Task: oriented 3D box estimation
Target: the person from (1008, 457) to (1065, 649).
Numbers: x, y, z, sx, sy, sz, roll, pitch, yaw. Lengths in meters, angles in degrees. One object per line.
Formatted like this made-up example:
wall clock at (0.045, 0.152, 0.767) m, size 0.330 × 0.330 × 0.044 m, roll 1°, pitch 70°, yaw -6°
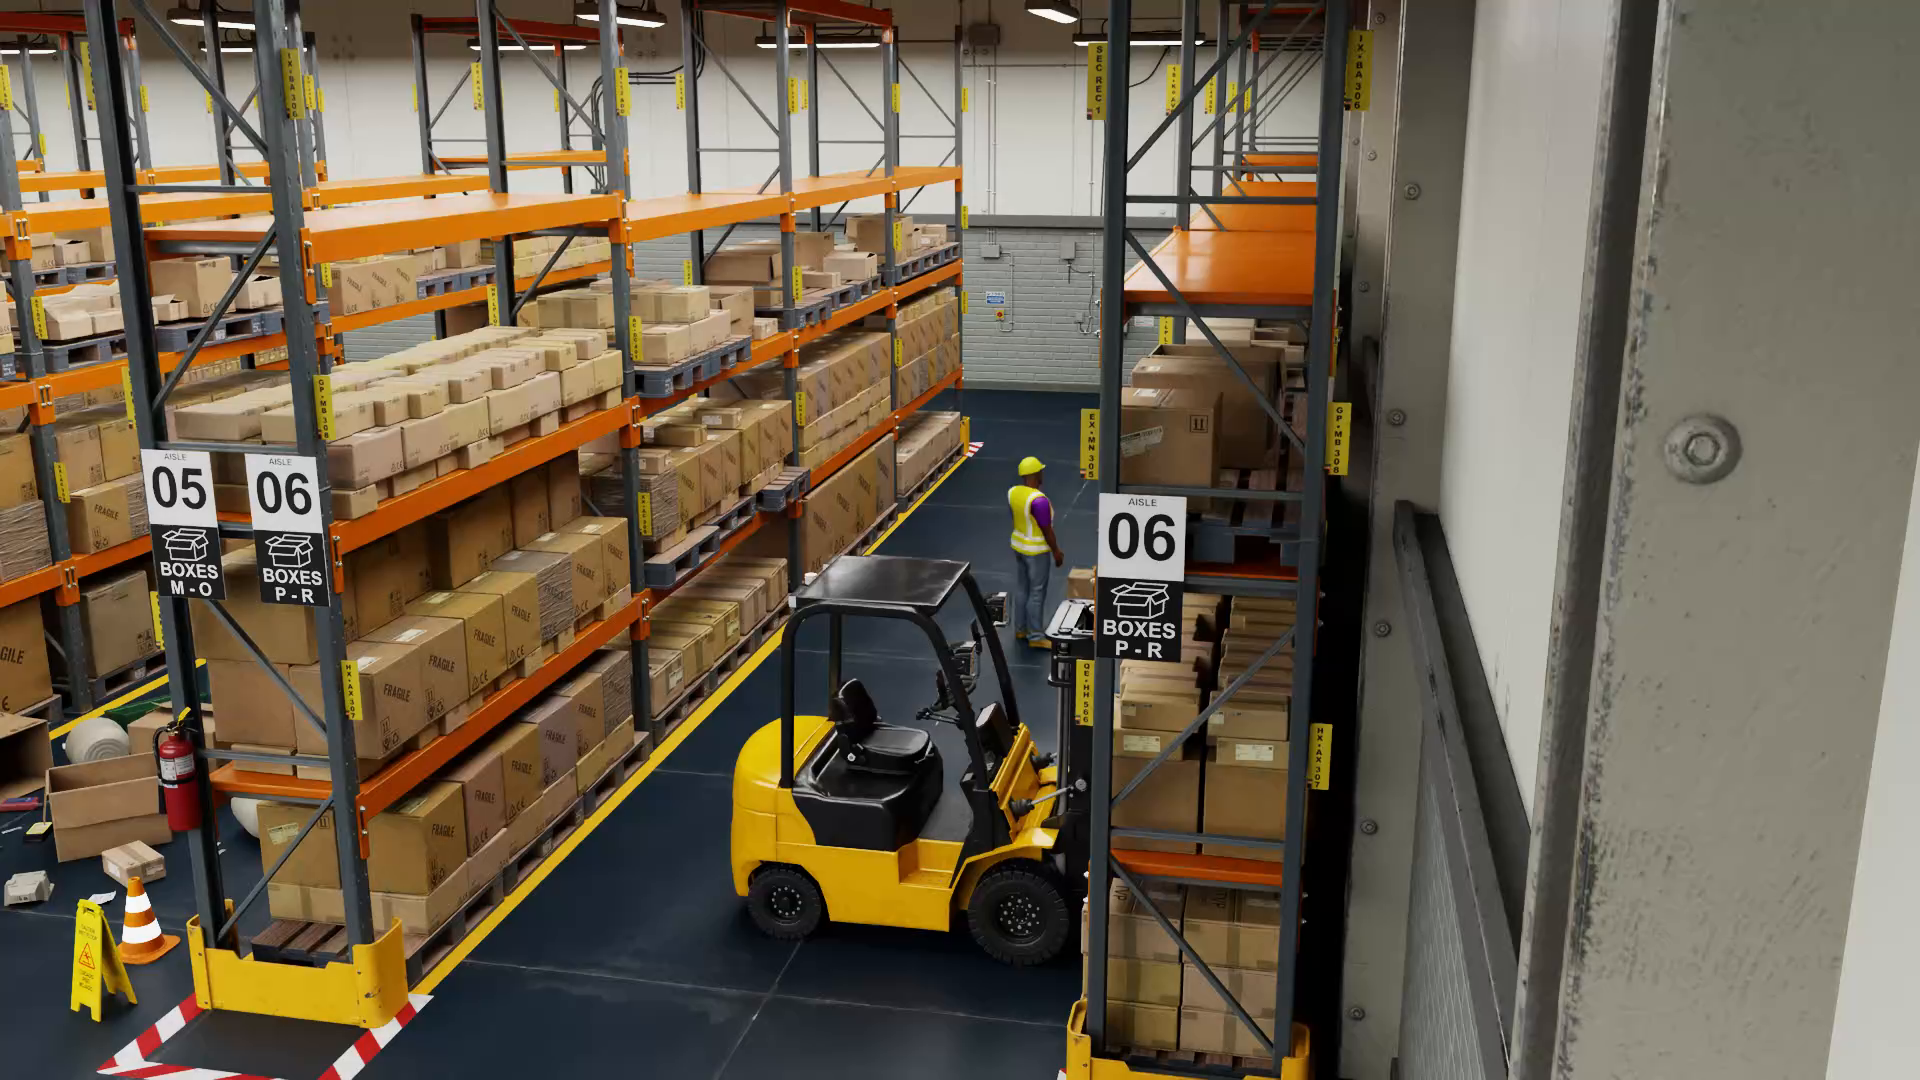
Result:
person at (0.694, 0.095, 15.504) m, size 0.414 × 1.775 × 0.615 m, roll -8°, pitch 17°, yaw -29°
